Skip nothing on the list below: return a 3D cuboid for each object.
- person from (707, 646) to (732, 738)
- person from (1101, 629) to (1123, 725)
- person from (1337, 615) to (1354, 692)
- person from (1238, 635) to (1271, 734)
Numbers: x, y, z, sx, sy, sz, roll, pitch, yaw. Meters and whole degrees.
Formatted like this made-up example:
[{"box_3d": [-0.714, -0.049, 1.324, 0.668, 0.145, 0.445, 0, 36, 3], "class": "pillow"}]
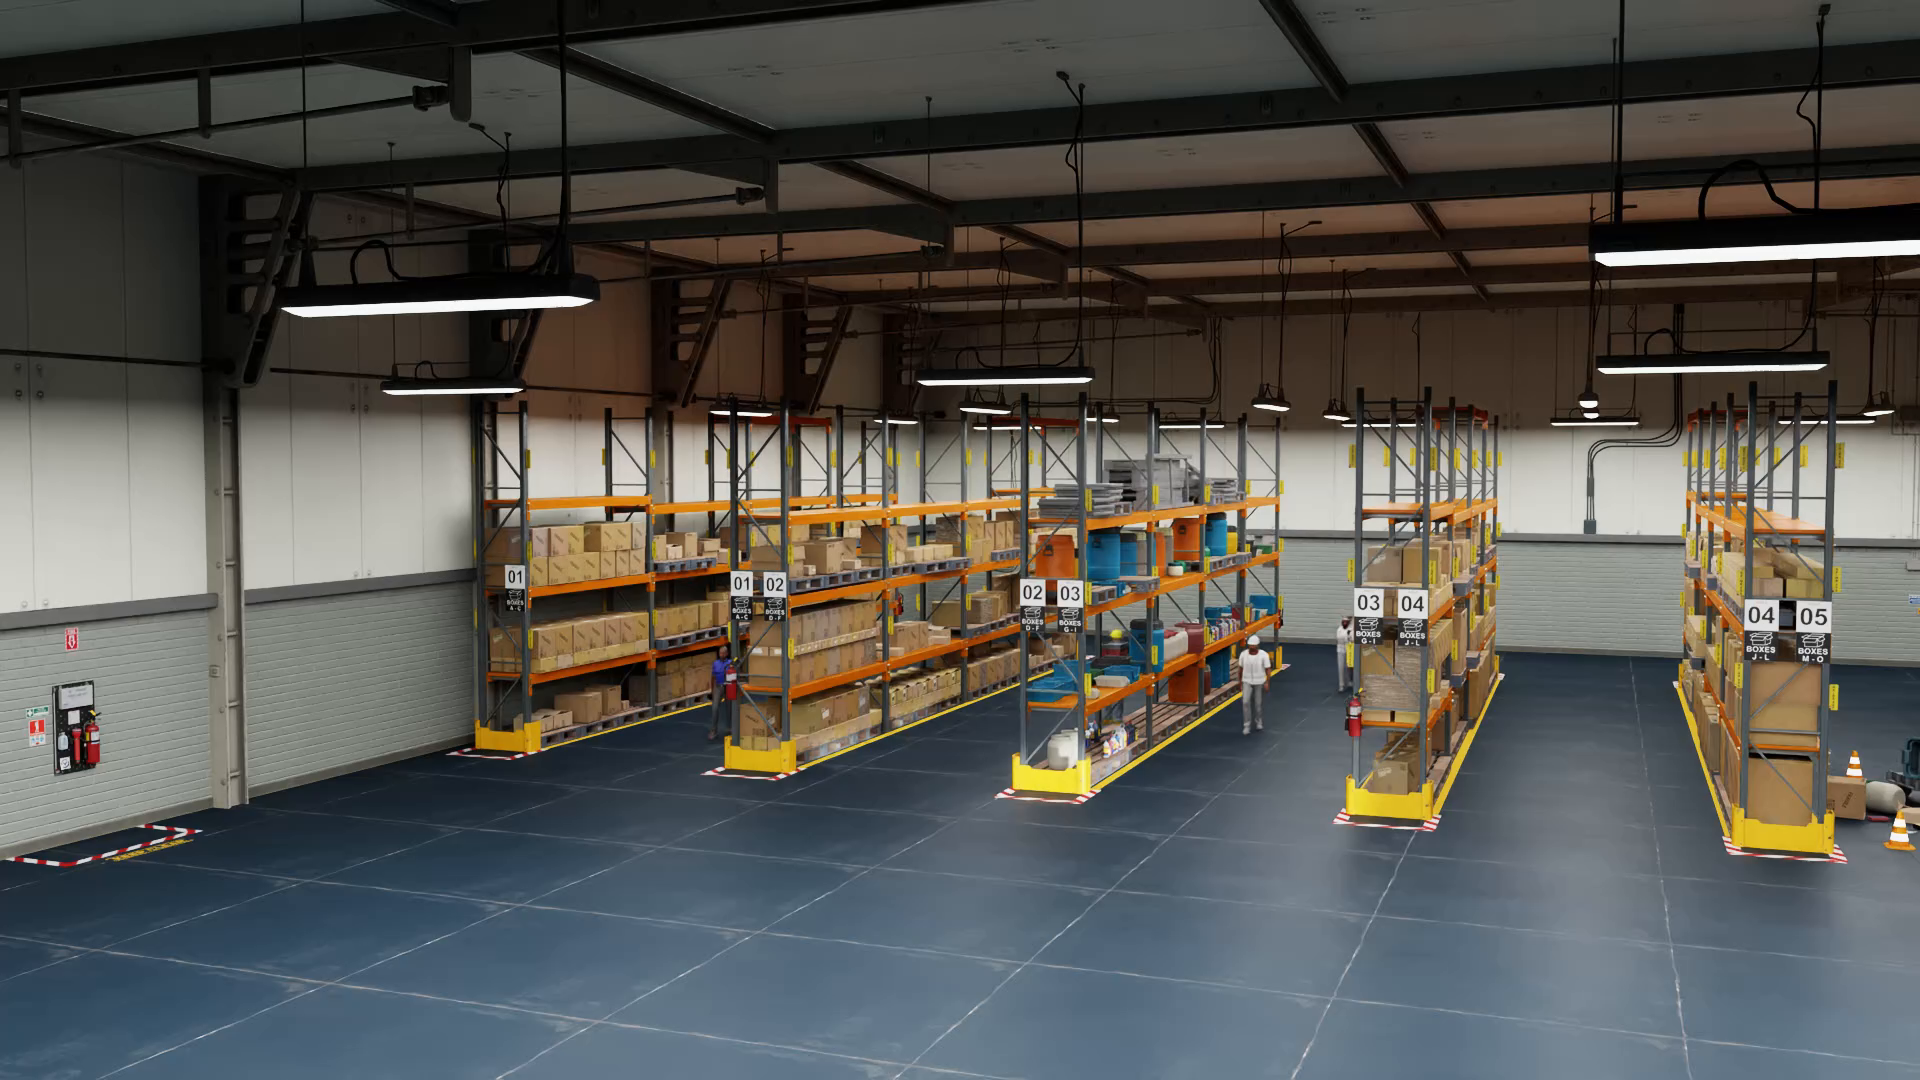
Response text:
[{"box_3d": [-4.286, 2.715, 29.954, 0.494, 1.608, 0.941, 0, 3, -4], "class": "person"}, {"box_3d": [2.841, 2.513, 30.181, 0.592, 1.792, 0.554, -1, 3, -12], "class": "person"}, {"box_3d": [8.351, 2.422, 35.916, 0.432, 1.625, 1.021, 1, 3, 18], "class": "person"}, {"box_3d": [5.401, 2.642, 30.532, 0.621, 1.793, 0.665, 1, 3, 21], "class": "person"}]
